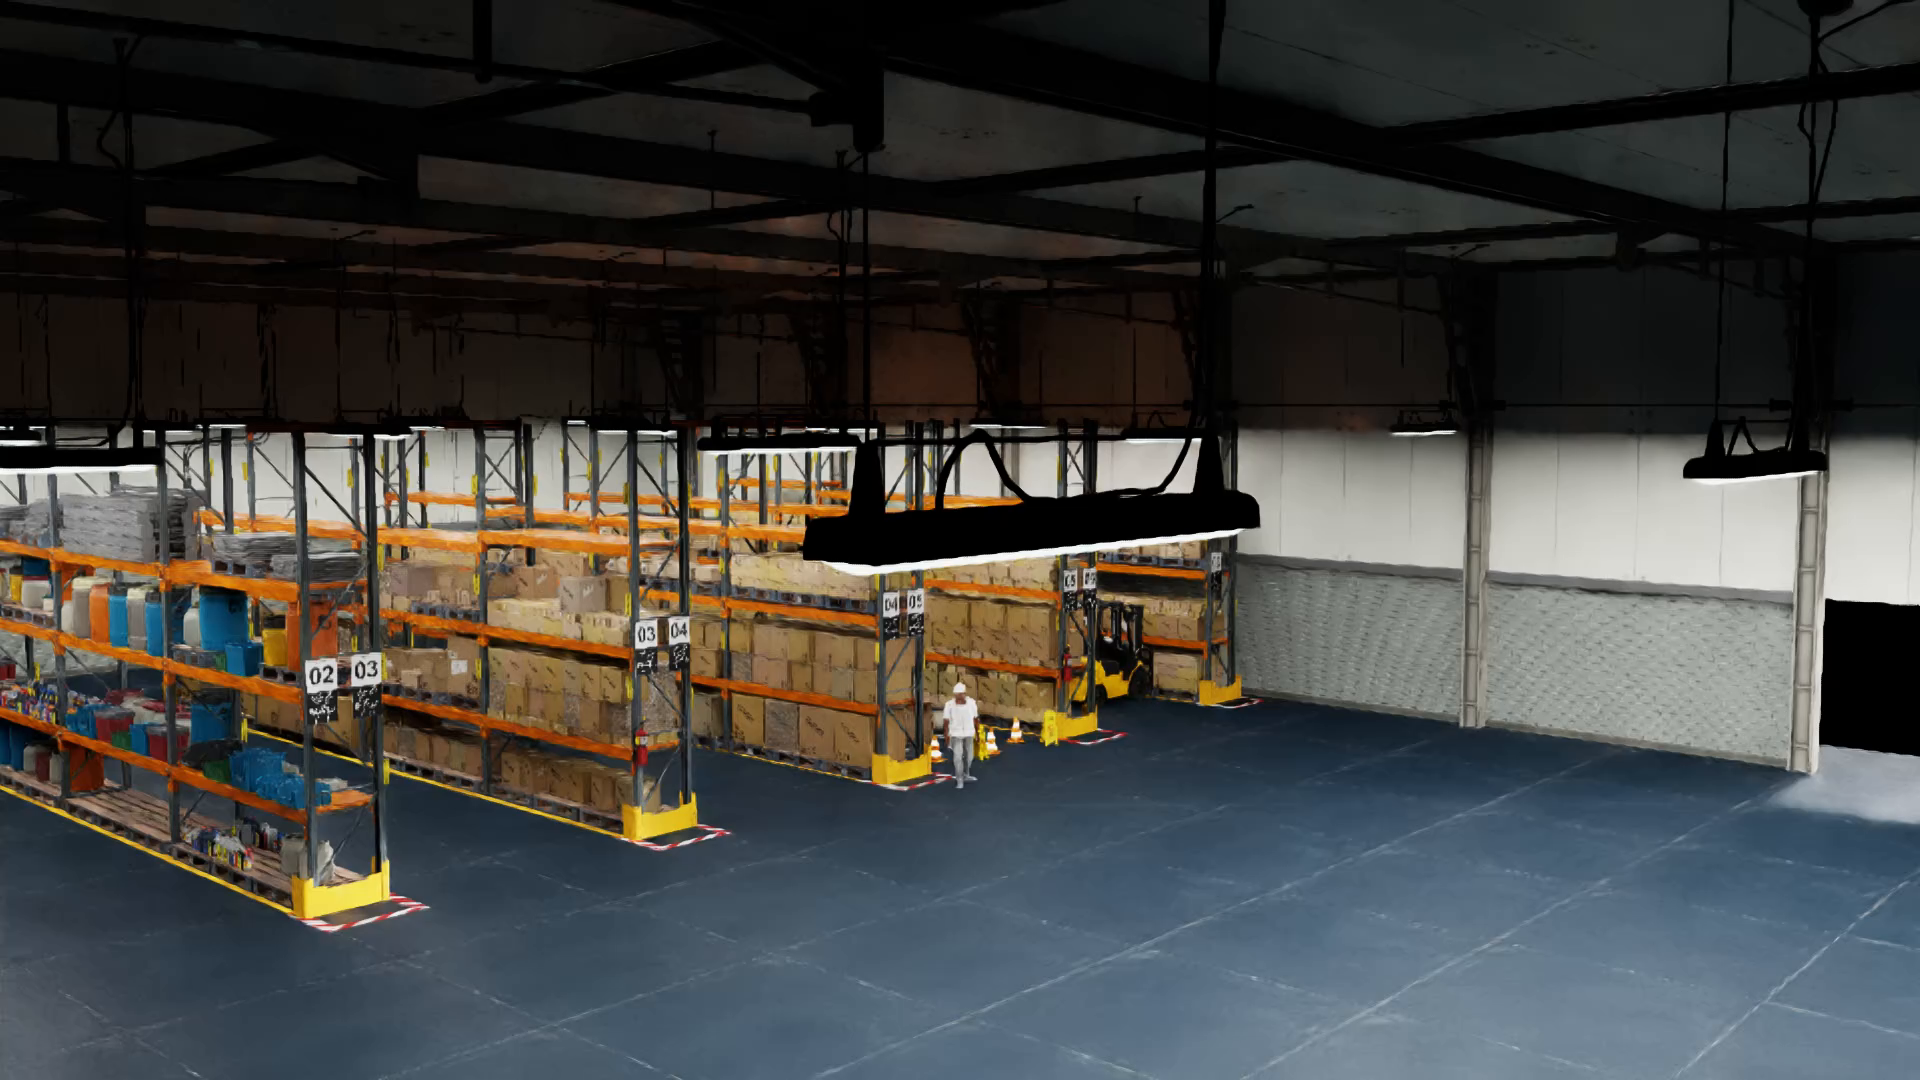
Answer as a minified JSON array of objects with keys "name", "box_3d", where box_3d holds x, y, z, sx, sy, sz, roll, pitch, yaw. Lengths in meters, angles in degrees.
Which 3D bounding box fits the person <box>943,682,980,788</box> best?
[{"name":"person","box_3d":[0.021,3.211,27.562,0.607,1.750,0.574,-1,5,-12]}]
